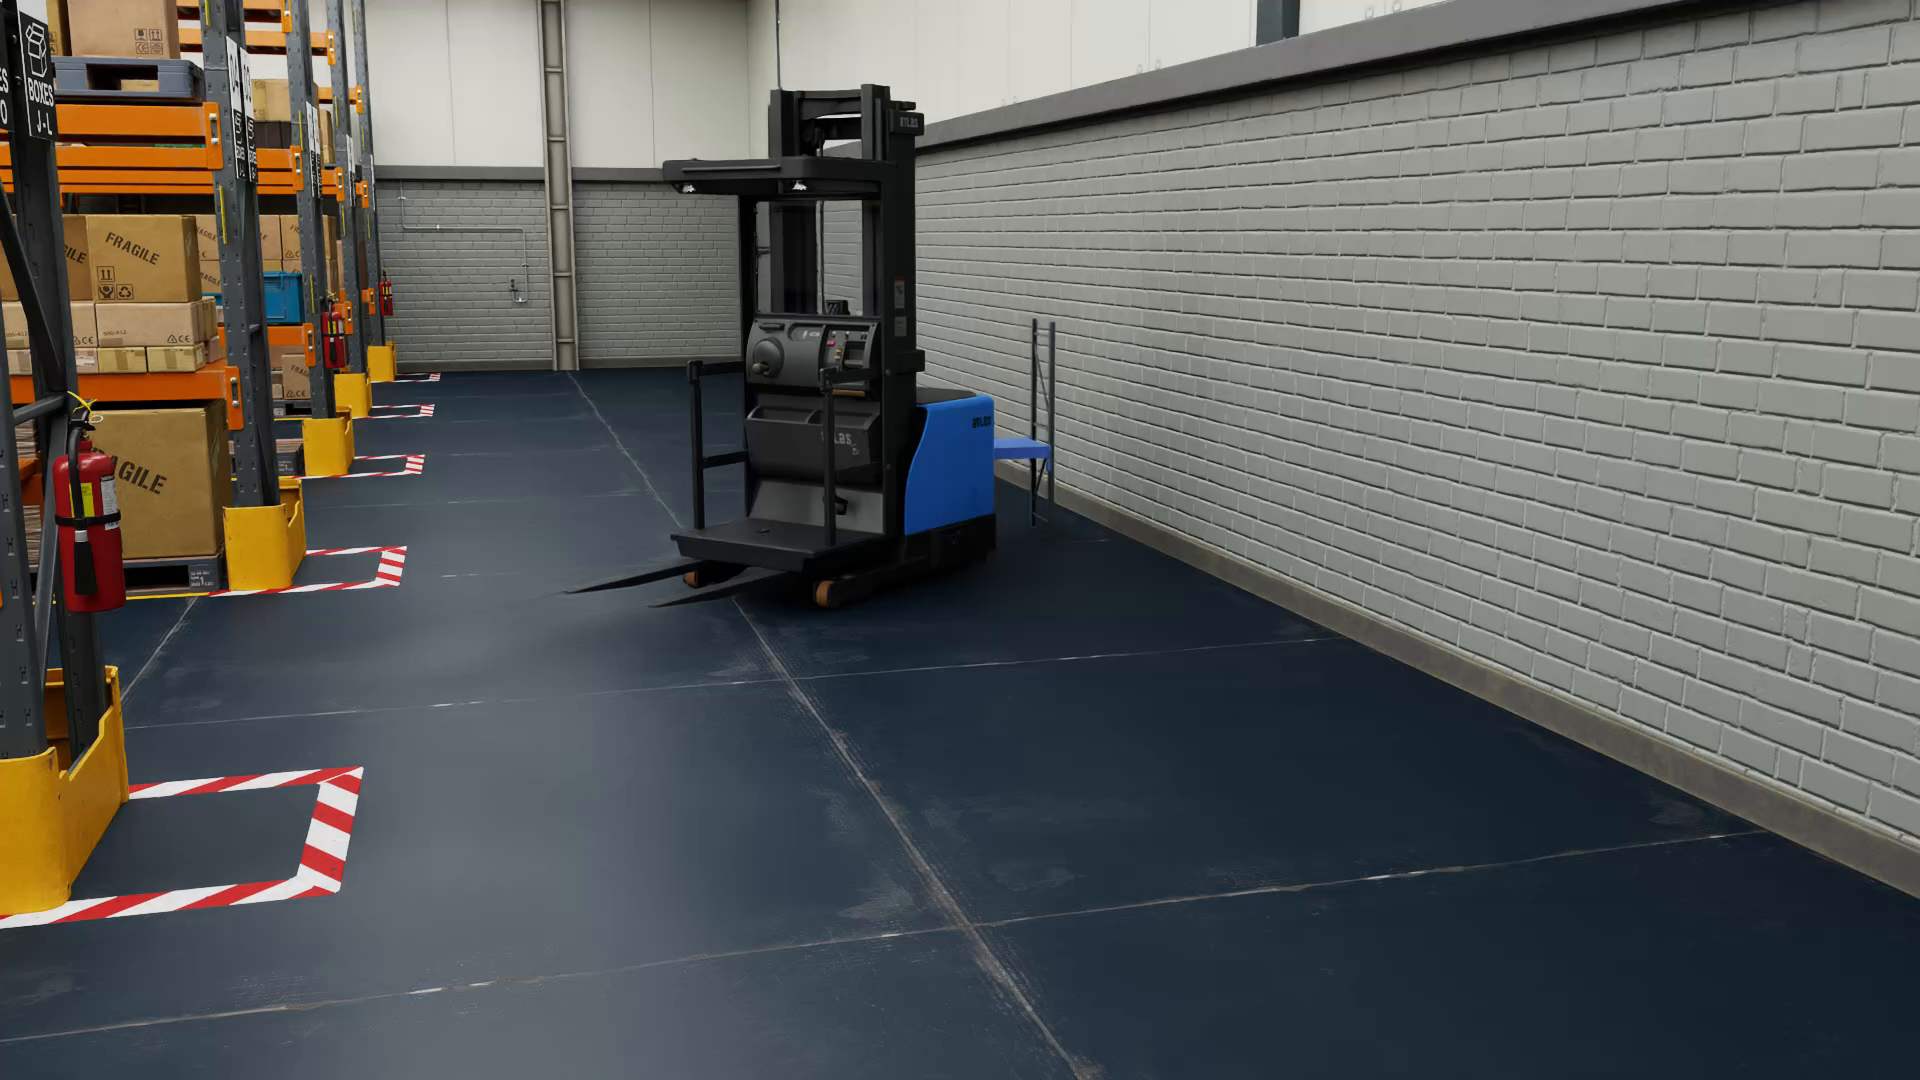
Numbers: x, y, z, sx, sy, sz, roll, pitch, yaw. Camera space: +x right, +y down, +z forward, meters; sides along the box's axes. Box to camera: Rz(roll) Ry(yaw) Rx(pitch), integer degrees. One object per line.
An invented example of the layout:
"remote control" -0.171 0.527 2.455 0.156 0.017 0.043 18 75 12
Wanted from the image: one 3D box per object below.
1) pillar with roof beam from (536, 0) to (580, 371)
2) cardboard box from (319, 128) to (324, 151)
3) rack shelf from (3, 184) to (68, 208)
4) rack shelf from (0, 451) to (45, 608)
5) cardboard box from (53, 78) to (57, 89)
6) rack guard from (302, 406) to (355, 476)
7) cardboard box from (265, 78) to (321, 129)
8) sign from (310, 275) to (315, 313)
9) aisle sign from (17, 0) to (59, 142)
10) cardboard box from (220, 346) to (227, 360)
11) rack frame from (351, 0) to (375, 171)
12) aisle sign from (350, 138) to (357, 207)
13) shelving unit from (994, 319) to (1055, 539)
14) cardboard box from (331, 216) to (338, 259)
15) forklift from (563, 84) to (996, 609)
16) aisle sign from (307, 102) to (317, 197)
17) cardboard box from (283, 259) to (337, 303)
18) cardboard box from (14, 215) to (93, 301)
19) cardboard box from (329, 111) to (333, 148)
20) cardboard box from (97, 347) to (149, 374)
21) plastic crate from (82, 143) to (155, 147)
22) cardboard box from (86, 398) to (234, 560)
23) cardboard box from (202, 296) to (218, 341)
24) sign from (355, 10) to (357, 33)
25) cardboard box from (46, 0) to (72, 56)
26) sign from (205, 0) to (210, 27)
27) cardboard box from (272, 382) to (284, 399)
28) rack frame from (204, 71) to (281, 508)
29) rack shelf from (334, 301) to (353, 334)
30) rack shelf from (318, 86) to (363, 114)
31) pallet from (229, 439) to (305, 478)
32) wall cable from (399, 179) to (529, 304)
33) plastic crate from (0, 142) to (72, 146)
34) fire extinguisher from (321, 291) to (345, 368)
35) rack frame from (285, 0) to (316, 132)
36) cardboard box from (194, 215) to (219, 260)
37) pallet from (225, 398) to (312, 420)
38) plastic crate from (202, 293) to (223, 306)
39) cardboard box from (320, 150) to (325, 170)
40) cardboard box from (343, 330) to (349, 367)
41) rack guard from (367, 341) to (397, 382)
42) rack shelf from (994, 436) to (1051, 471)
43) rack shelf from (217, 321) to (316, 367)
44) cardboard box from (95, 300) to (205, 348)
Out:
"pillar with roof beam" -4.969 -6.349 21.177 0.400 9.000 9.100 -3 11 -16
"cardboard box" -7.701 -4.665 19.351 0.500 0.250 0.500 -3 11 -16
"rack shelf" -14.284 -4.677 22.371 4.000 0.370 1.077 -3 11 -16
"rack shelf" -5.000 0.046 4.999 4.000 0.370 1.077 -3 11 -16
"cardboard box" -9.999 -4.844 18.252 0.500 0.500 0.700 -3 11 -16
"rack guard" -5.734 -0.911 15.117 0.348 0.500 1.175 -3 11 -16
"cardboard box" -7.623 -4.986 19.022 0.500 0.500 0.700 -3 11 -16
"sign" -5.584 -2.123 14.342 0.005 0.325 0.100 -3 11 -16
"aisle sign" -3.094 -1.743 5.551 0.004 0.787 0.394 -3 11 -16
"cardboard box" -10.640 -2.705 23.698 0.500 0.500 0.700 -3 11 -15
"rack frame" -8.523 -6.810 23.683 0.127 3.000 1.000 -3 11 -16
"aisle sign" -7.151 -4.332 19.611 0.004 0.787 0.394 -3 11 -16
"shelving unit" 0.083 -0.768 11.578 1.048 1.500 0.538 -2 11 -13
"cardboard box" -7.634 -3.563 19.577 0.500 0.500 0.500 -3 11 -14
"forklift" -0.998 -1.146 9.674 1.130 2.935 3.031 7 12 33
"aisle sign" -5.603 -3.369 14.379 0.004 0.787 0.394 -3 11 -16
"cardboard box" -7.489 -2.978 19.161 0.500 0.500 0.500 -3 11 -14
"cardboard box" -5.386 -1.715 10.099 0.500 0.500 0.500 -3 11 -17
"cardboard box" -9.291 -5.891 23.881 0.500 0.500 0.500 -3 11 -18
"cardboard box" -4.868 -1.064 9.735 0.250 0.149 0.380 -3 11 -15
"plastic crate" -7.297 -3.552 14.445 0.767 0.338 0.504 -3 11 -16
"cardboard box" -4.962 -0.392 10.097 0.875 0.875 0.875 -3 11 -16
"cardboard box" -4.906 -1.371 10.304 0.500 0.250 0.500 -3 11 -17
"sign" -8.385 -7.213 23.075 0.005 0.325 0.100 -3 11 -16
"cardboard box" -5.428 -3.013 9.632 0.500 0.500 0.700 -3 11 -18
"sign" -4.231 -3.053 9.334 0.005 0.325 0.100 -3 11 -16
"cardboard box" -8.002 -1.746 19.358 0.250 0.166 0.380 -3 11 -16
"rack frame" -4.369 -1.276 10.194 0.127 3.000 1.000 -3 11 -16
"rack shelf" -9.055 -2.544 19.065 4.000 0.370 1.077 -3 11 -16
"rack shelf" -10.443 -6.158 23.235 4.000 0.370 1.077 -3 11 -16
"pallet" -6.556 -0.731 14.934 1.213 0.211 1.003 -3 11 -16
"wall cable" -7.558 -4.588 25.380 1.851 1.984 0.084 -3 11 -16
"plastic crate" -7.668 -3.335 13.821 0.530 0.136 0.437 -3 11 -16
"fire extinguisher" -5.482 -1.845 14.525 0.183 0.674 0.296 -3 11 -16
"rack frame" -5.754 -5.088 14.328 0.127 3.000 1.000 -3 11 -16
"cardboard box" -8.466 -3.416 18.782 0.500 0.500 0.500 -3 11 -14
"pallet" -7.973 -1.583 19.561 1.213 0.211 1.003 -3 11 -16
"plastic crate" -6.715 -2.096 14.943 0.300 0.233 0.416 -3 11 -16
"cardboard box" -7.699 -4.418 19.391 0.500 0.250 0.500 -3 11 -16
"cardboard box" -9.167 -2.784 24.128 0.500 0.500 0.700 -3 11 -16
"rack guard" -8.500 -2.631 24.459 0.348 0.500 1.175 -3 11 -16
"rack shelf" 0.083 -0.591 11.610 1.000 0.185 0.538 -2 11 -13
"rack shelf" -7.674 -1.682 14.387 4.000 0.370 1.077 -3 11 -16
"cardboard box" -4.761 -1.278 9.797 0.500 0.250 0.500 -3 11 -17
